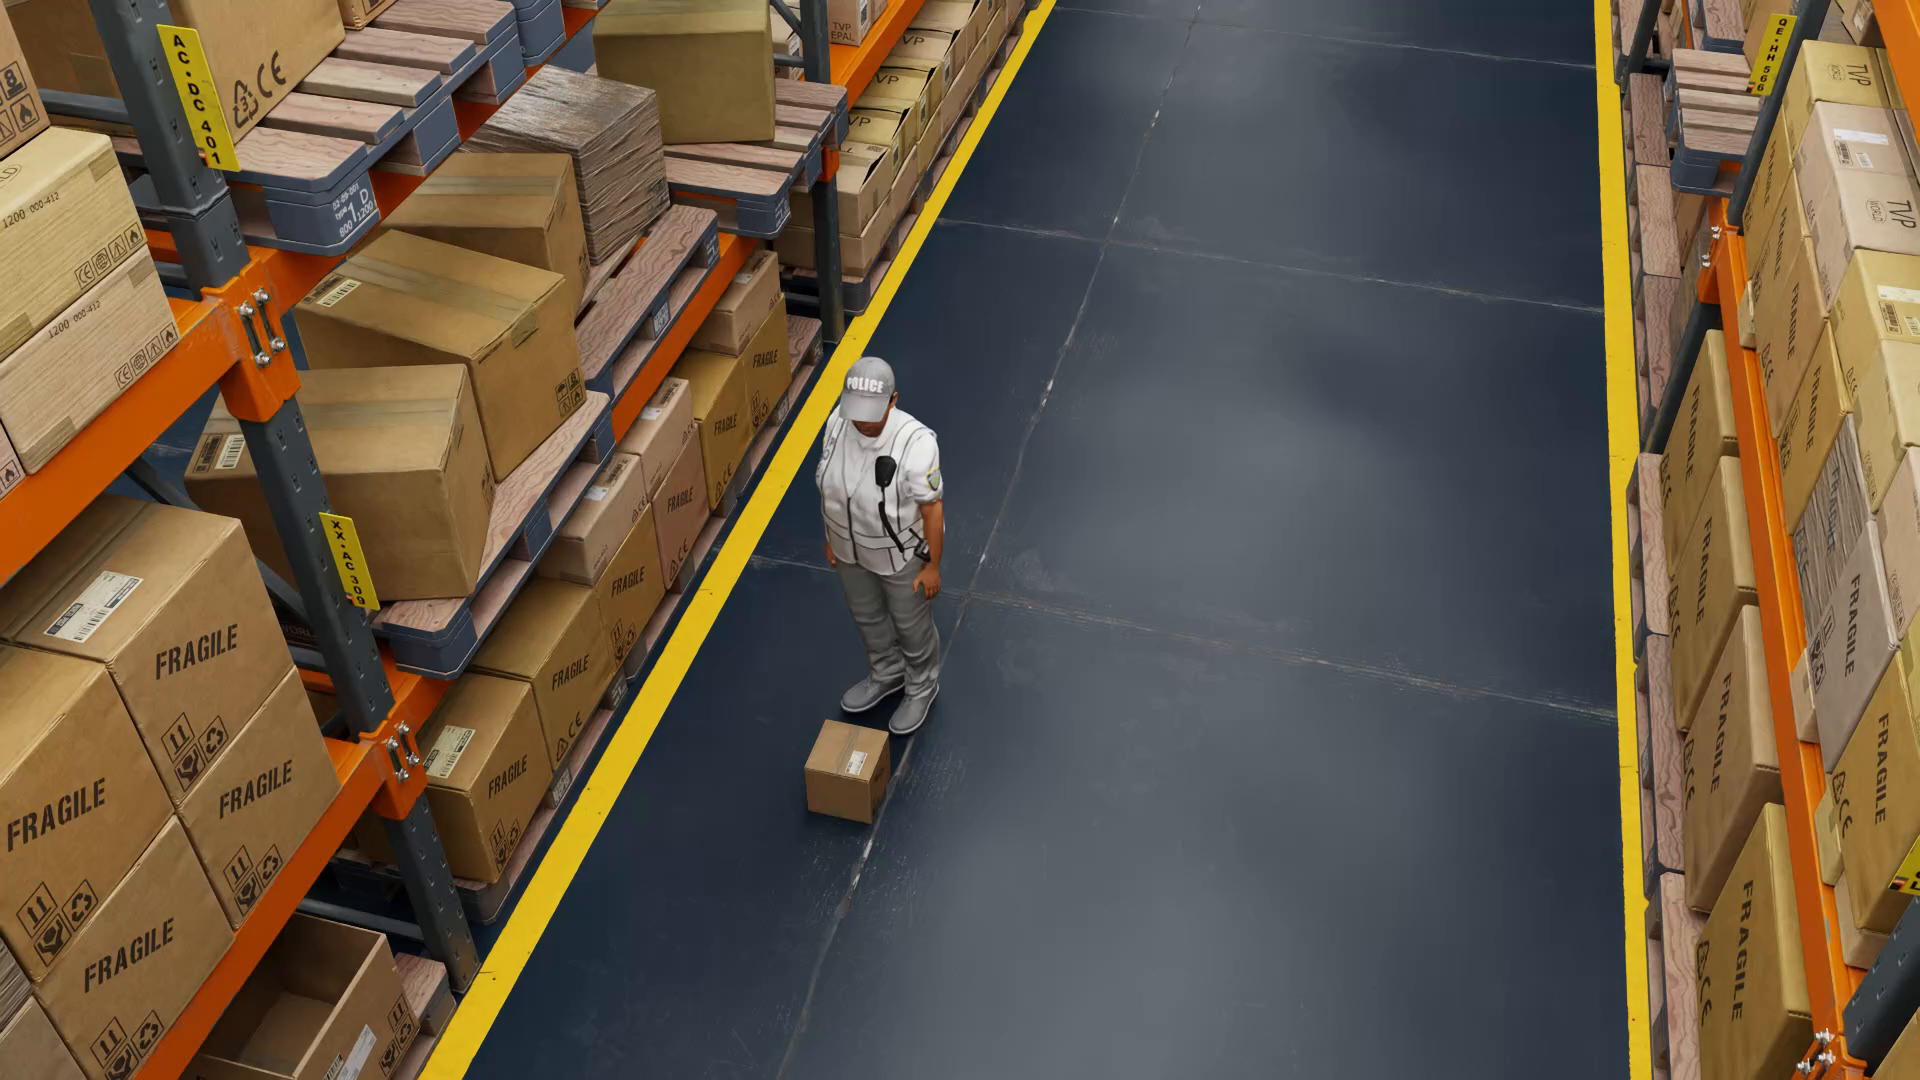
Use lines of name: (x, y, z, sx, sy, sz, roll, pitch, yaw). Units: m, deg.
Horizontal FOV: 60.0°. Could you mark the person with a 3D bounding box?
person: (-0.285, 0.027, 6.107, 0.503, 1.670, 0.397, 22, 46, 23)
